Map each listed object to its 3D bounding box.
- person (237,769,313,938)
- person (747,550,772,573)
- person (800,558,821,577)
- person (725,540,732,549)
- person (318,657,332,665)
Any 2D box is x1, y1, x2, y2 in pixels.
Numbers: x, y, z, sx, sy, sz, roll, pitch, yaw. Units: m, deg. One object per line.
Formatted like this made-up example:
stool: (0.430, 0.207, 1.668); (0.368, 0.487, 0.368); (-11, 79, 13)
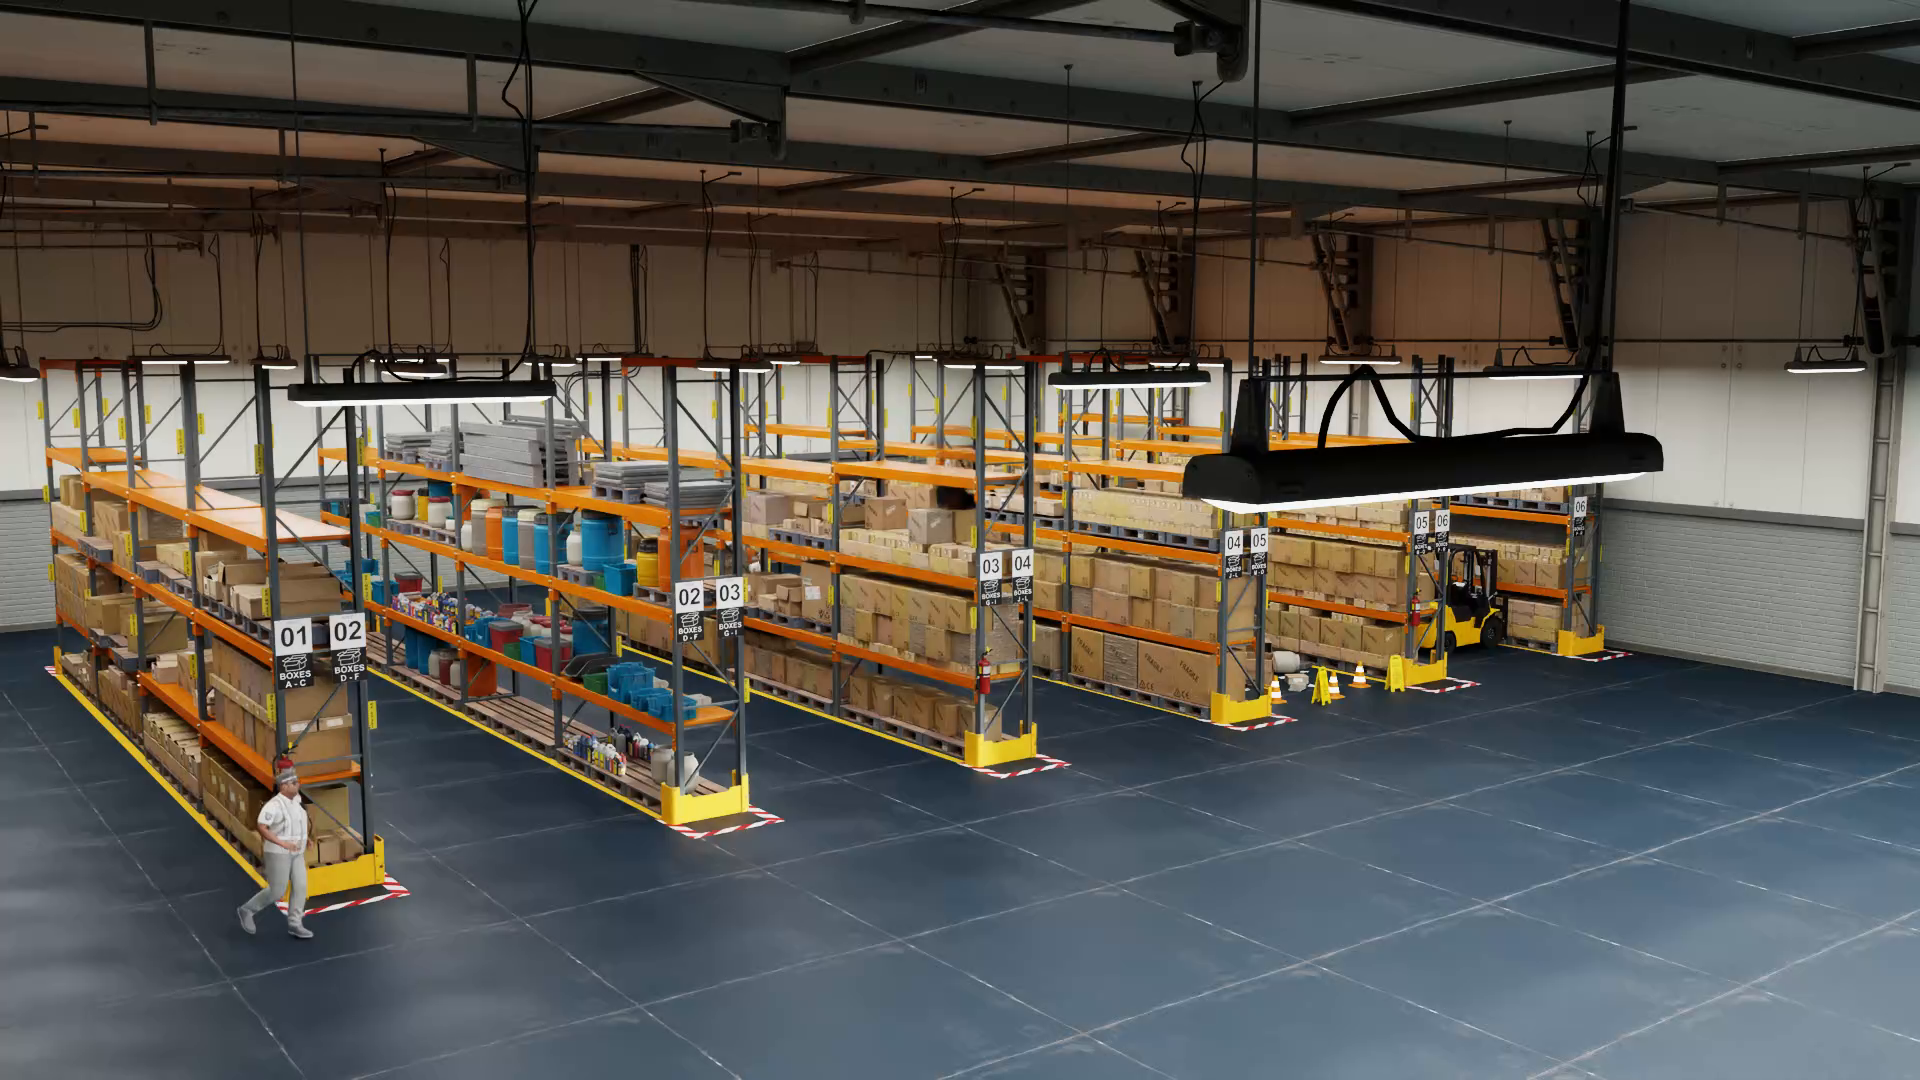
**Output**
person: (-7.243, 3.333, 17.846); (0.832, 1.747, 0.742); (2, 7, 13)
person: (-4.431, 1.046, 37.240); (0.605, 1.669, 0.569); (-4, 8, -32)
person: (-3.022, 1.195, 35.430); (0.639, 1.827, 0.877); (-4, 8, -32)
person: (-5.835, 0.495, 41.532); (0.706, 1.700, 0.730); (-2, 7, -18)
person: (-10.499, 2.242, 27.617); (0.588, 1.639, 0.774); (-7, 9, -43)
